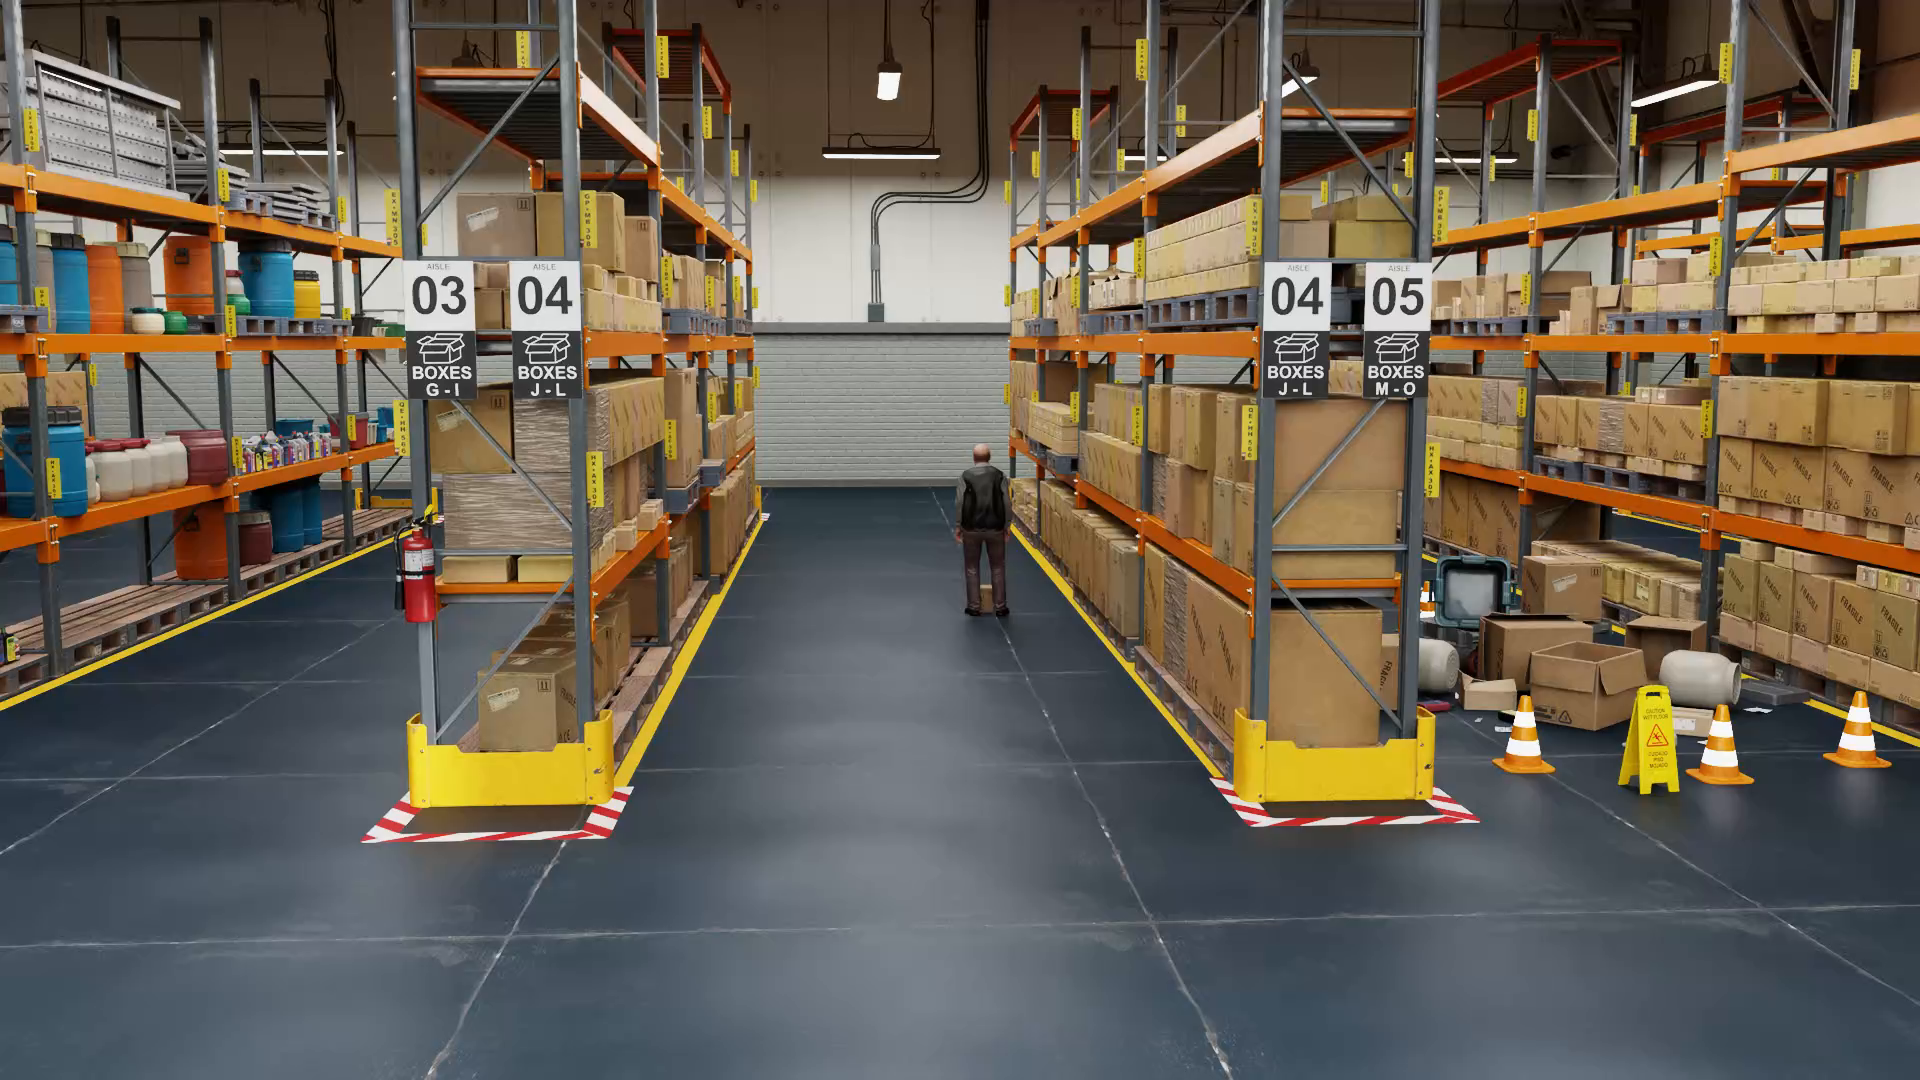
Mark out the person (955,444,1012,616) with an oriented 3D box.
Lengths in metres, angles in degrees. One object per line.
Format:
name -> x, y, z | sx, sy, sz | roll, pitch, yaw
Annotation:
person -> 0.235, -0.099, 16.670 | 0.580, 1.721, 0.461 | 0, 7, -3
